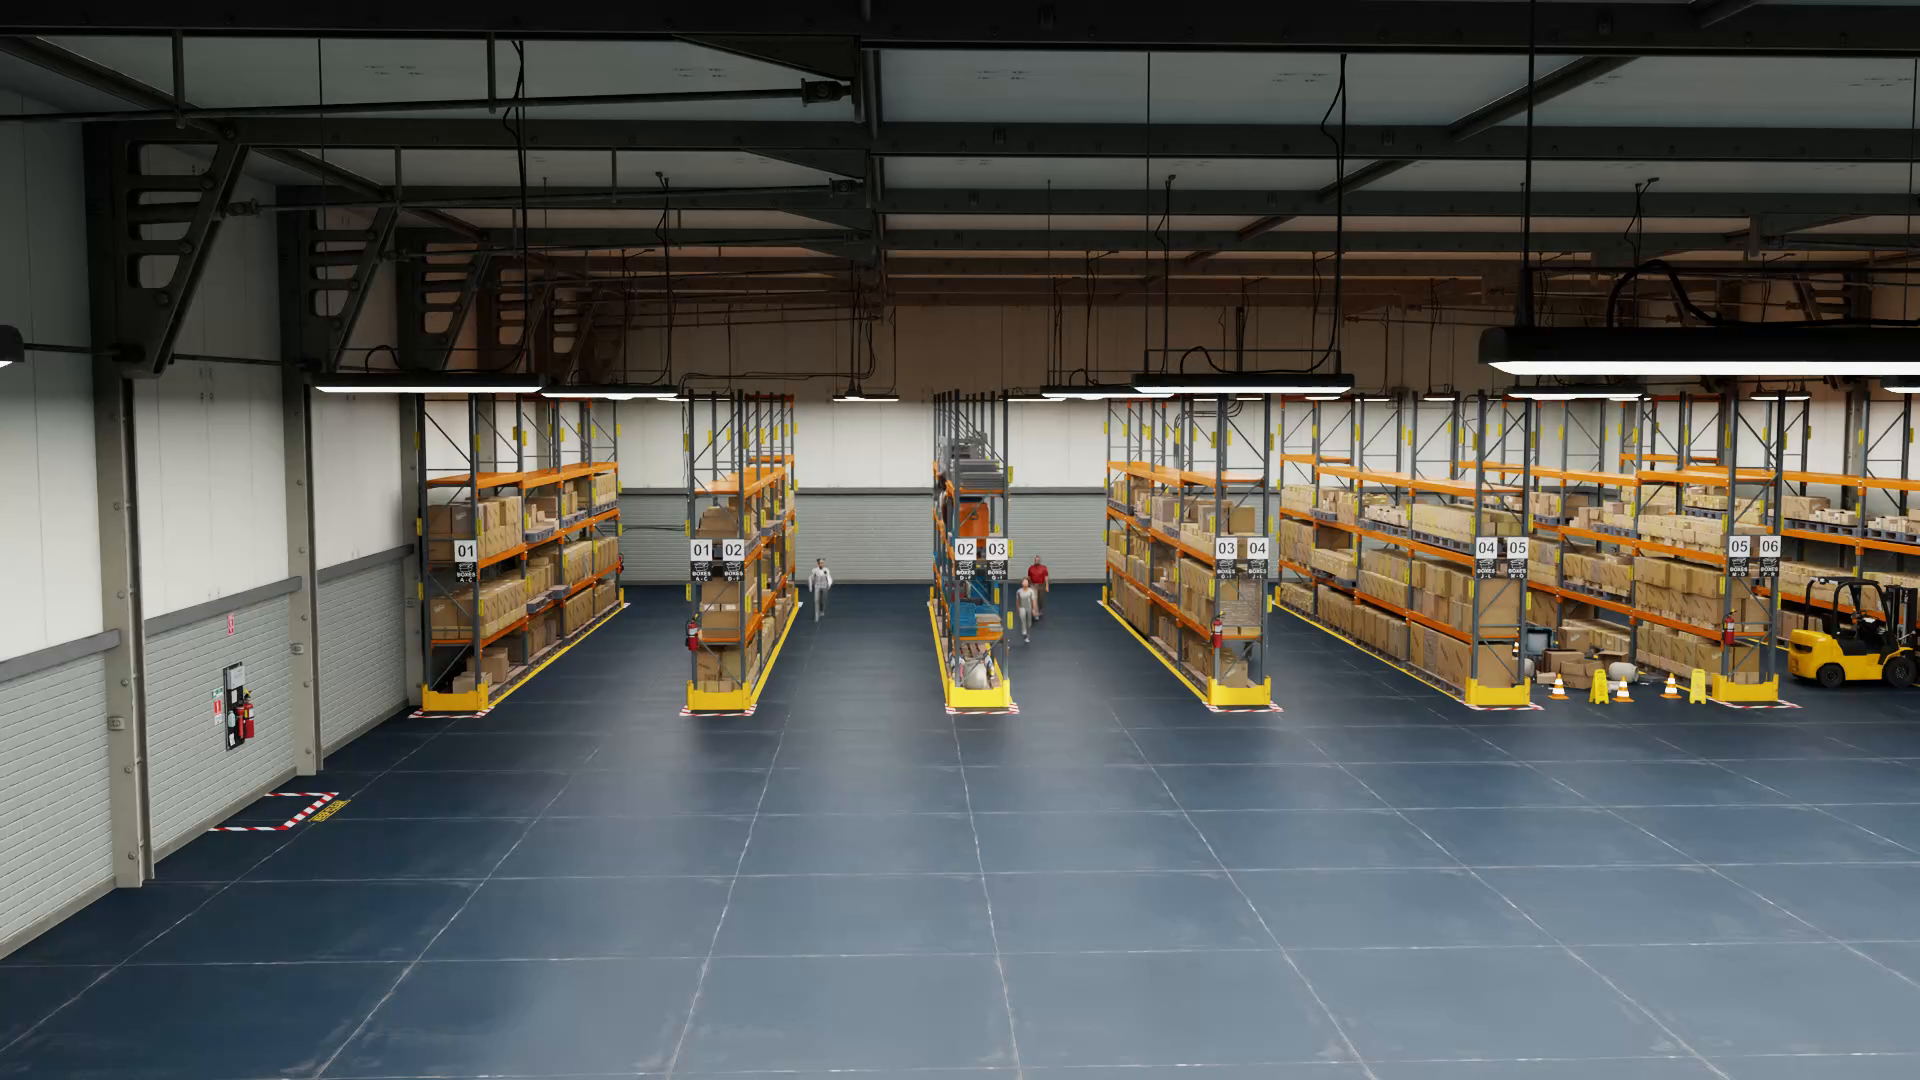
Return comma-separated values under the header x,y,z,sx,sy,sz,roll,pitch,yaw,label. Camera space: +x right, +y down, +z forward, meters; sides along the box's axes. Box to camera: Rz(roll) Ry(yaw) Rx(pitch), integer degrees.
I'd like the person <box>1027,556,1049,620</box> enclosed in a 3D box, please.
x,y,z,sx,sy,sz,roll,pitch,yaw,label
2.078,1.267,44.393,0.571,1.676,1.086,0,5,-6,person

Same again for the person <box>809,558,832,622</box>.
x,y,z,sx,sy,sz,roll,pitch,yaw,label
-3.720,1.298,44.318,0.608,1.671,0.948,0,5,-2,person

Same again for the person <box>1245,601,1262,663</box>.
x,y,z,sx,sy,sz,roll,pitch,yaw,label
6.559,1.860,37.251,0.557,1.816,0.939,0,5,-2,person

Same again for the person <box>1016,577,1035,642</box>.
x,y,z,sx,sy,sz,roll,pitch,yaw,label
1.559,1.678,39.410,0.451,1.587,1.013,0,5,-6,person
